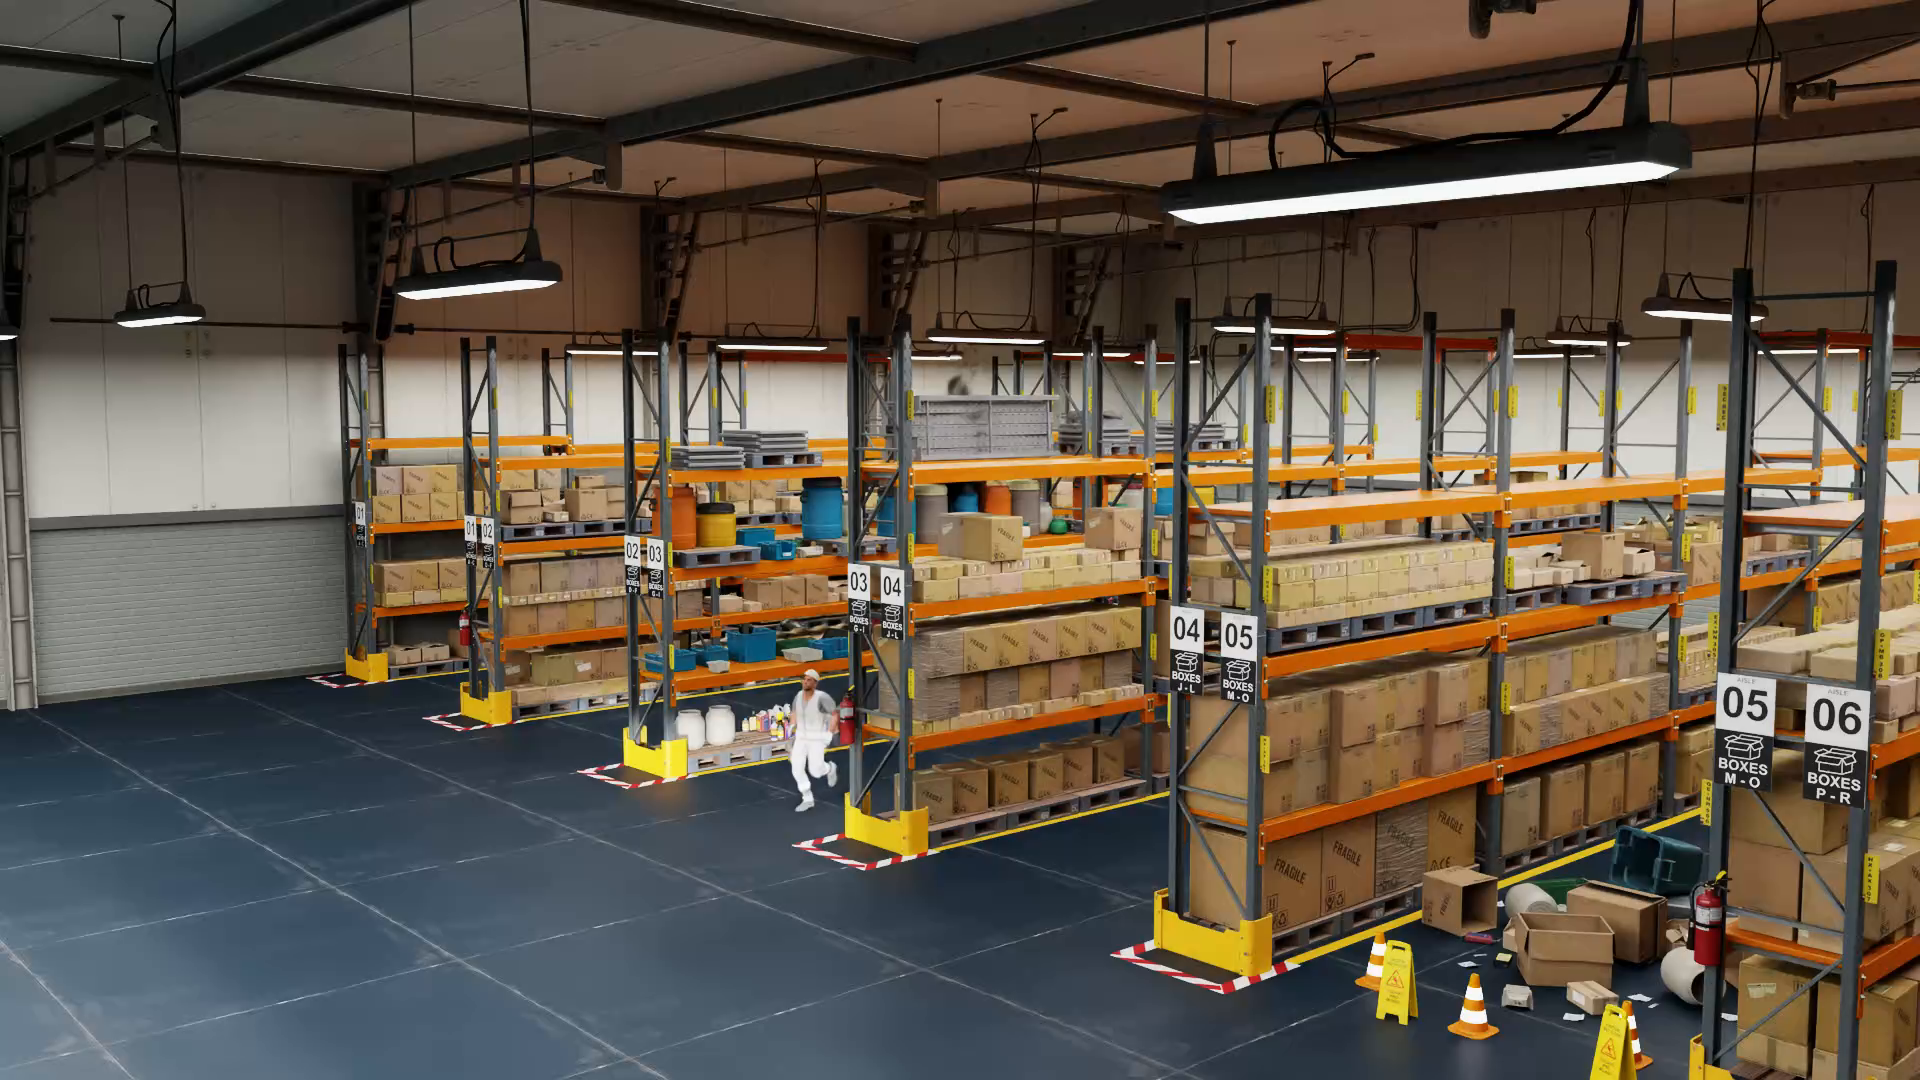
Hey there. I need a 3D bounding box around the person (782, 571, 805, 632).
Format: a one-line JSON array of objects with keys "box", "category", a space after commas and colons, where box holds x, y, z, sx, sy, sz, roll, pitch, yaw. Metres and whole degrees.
[{"box": [-3.365, 1.332, 33.164, 0.766, 1.738, 0.741, -5, 7, -41], "category": "person"}]

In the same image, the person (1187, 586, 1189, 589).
[{"box": [4.393, 1.225, 34.239, 0.664, 1.747, 0.590, 4, 7, 40], "category": "person"}]

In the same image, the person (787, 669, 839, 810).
[{"box": [-1.831, 2.460, 20.711, 0.676, 1.725, 0.675, 2, 6, 24], "category": "person"}]
